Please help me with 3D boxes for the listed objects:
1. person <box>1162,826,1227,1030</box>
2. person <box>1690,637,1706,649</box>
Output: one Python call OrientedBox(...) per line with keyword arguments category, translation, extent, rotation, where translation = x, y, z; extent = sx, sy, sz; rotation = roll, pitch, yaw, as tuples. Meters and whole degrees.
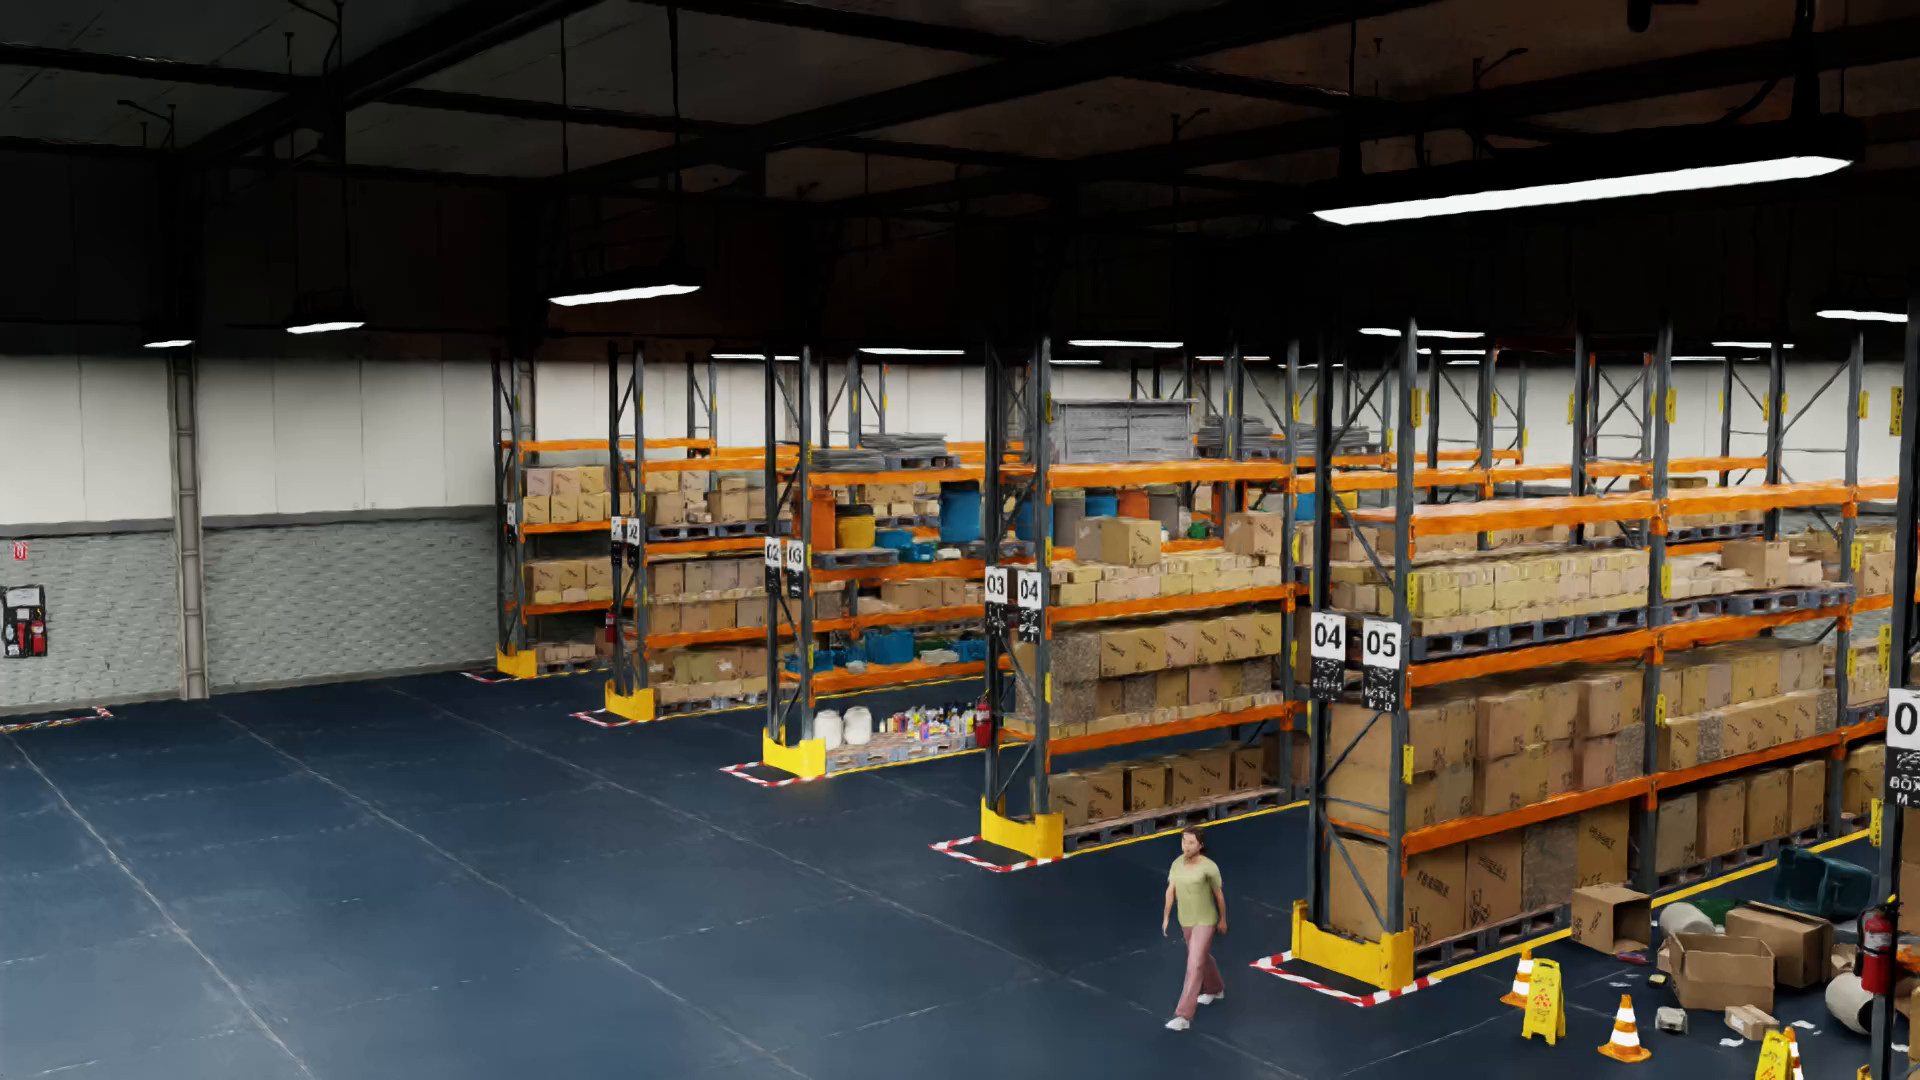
OrientedBox(category="person", translation=(1.913, 3.146, 13.730), extent=(0.446, 1.604, 1.013), rotation=(5, 7, 44))
OrientedBox(category="person", translation=(10.772, 2.167, 24.268), extent=(1.123, 1.709, 0.553), rotation=(-3, 6, -34))
